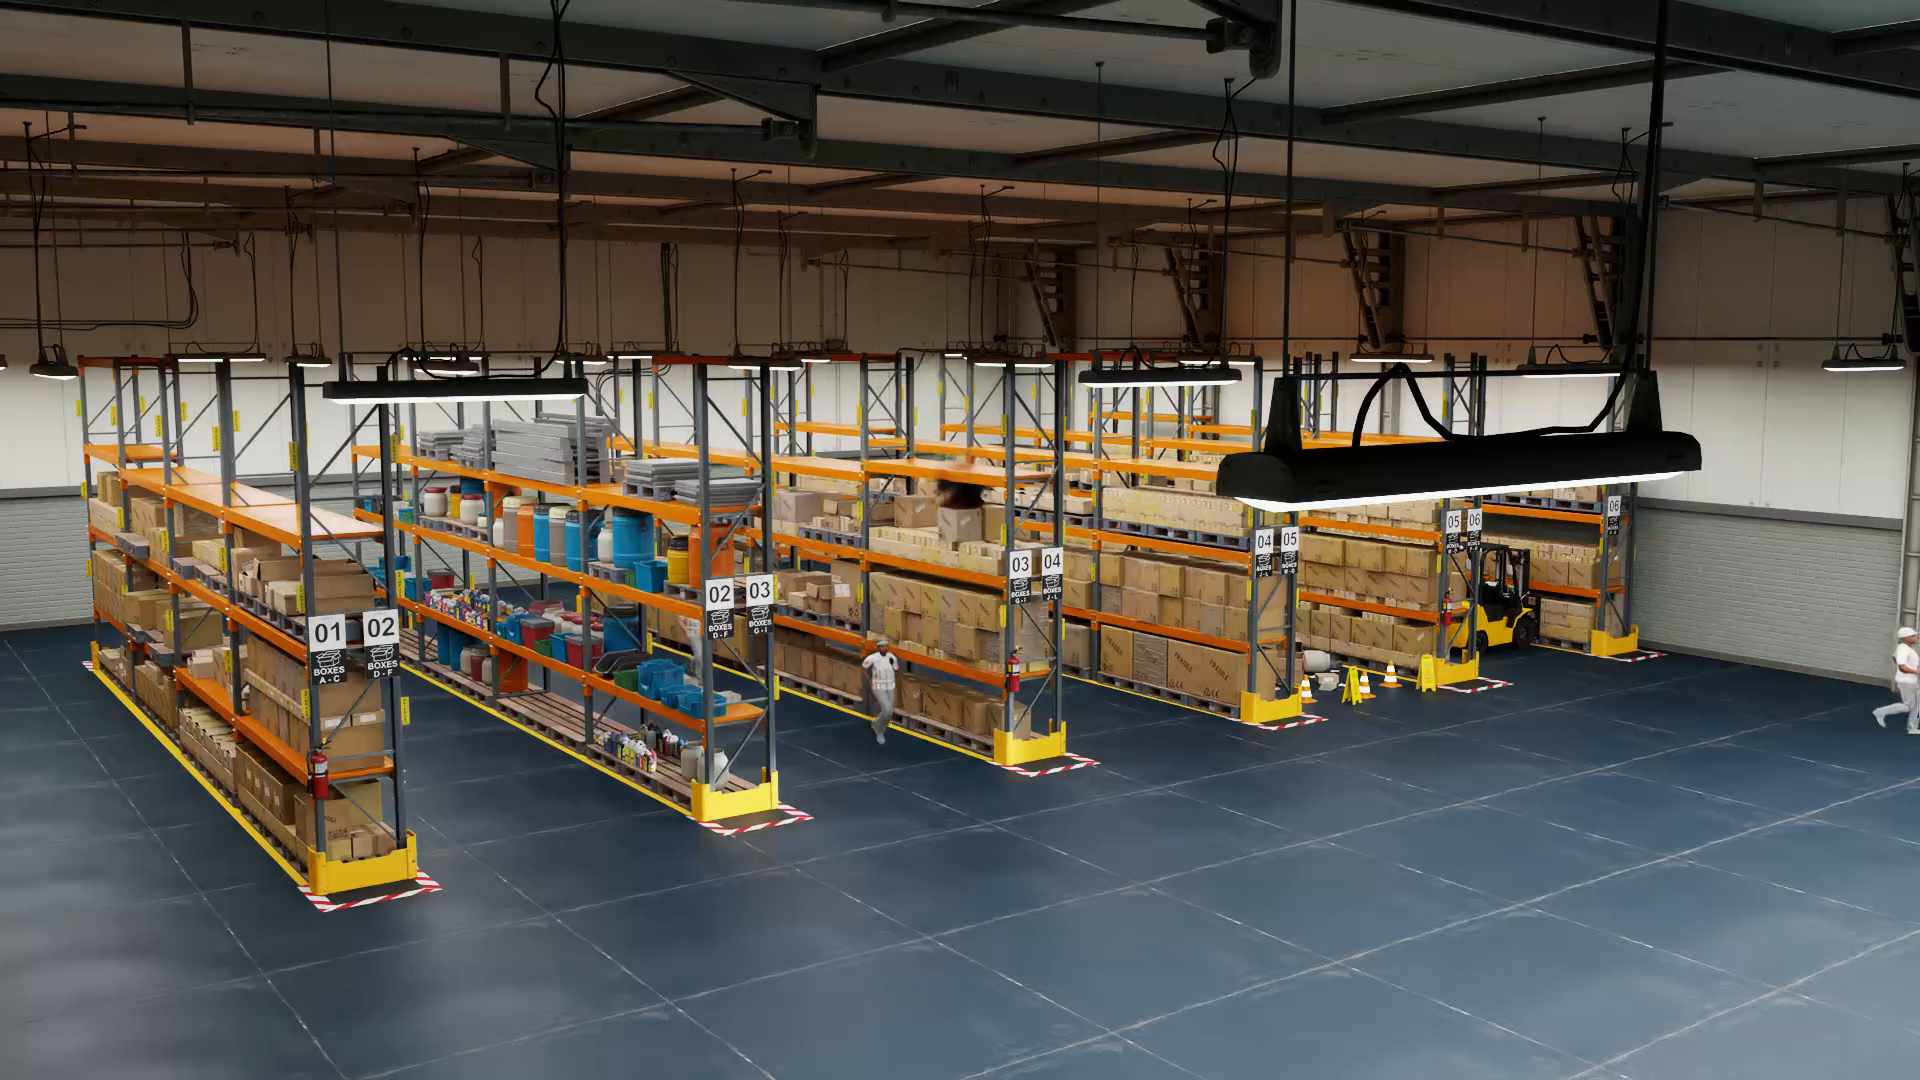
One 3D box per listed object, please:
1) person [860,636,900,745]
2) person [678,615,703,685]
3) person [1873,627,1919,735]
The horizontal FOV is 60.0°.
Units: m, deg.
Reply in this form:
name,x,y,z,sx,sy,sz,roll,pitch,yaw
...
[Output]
name,x,y,z,sx,sy,sz,roll,pitch,yaw
person,-1.167,2.270,25.433,0.560,1.641,0.731,-4,8,-31
person,-4.864,1.755,30.745,0.667,1.788,0.718,-4,8,-32
person,15.123,2.252,26.634,0.807,1.736,0.724,4,8,33
